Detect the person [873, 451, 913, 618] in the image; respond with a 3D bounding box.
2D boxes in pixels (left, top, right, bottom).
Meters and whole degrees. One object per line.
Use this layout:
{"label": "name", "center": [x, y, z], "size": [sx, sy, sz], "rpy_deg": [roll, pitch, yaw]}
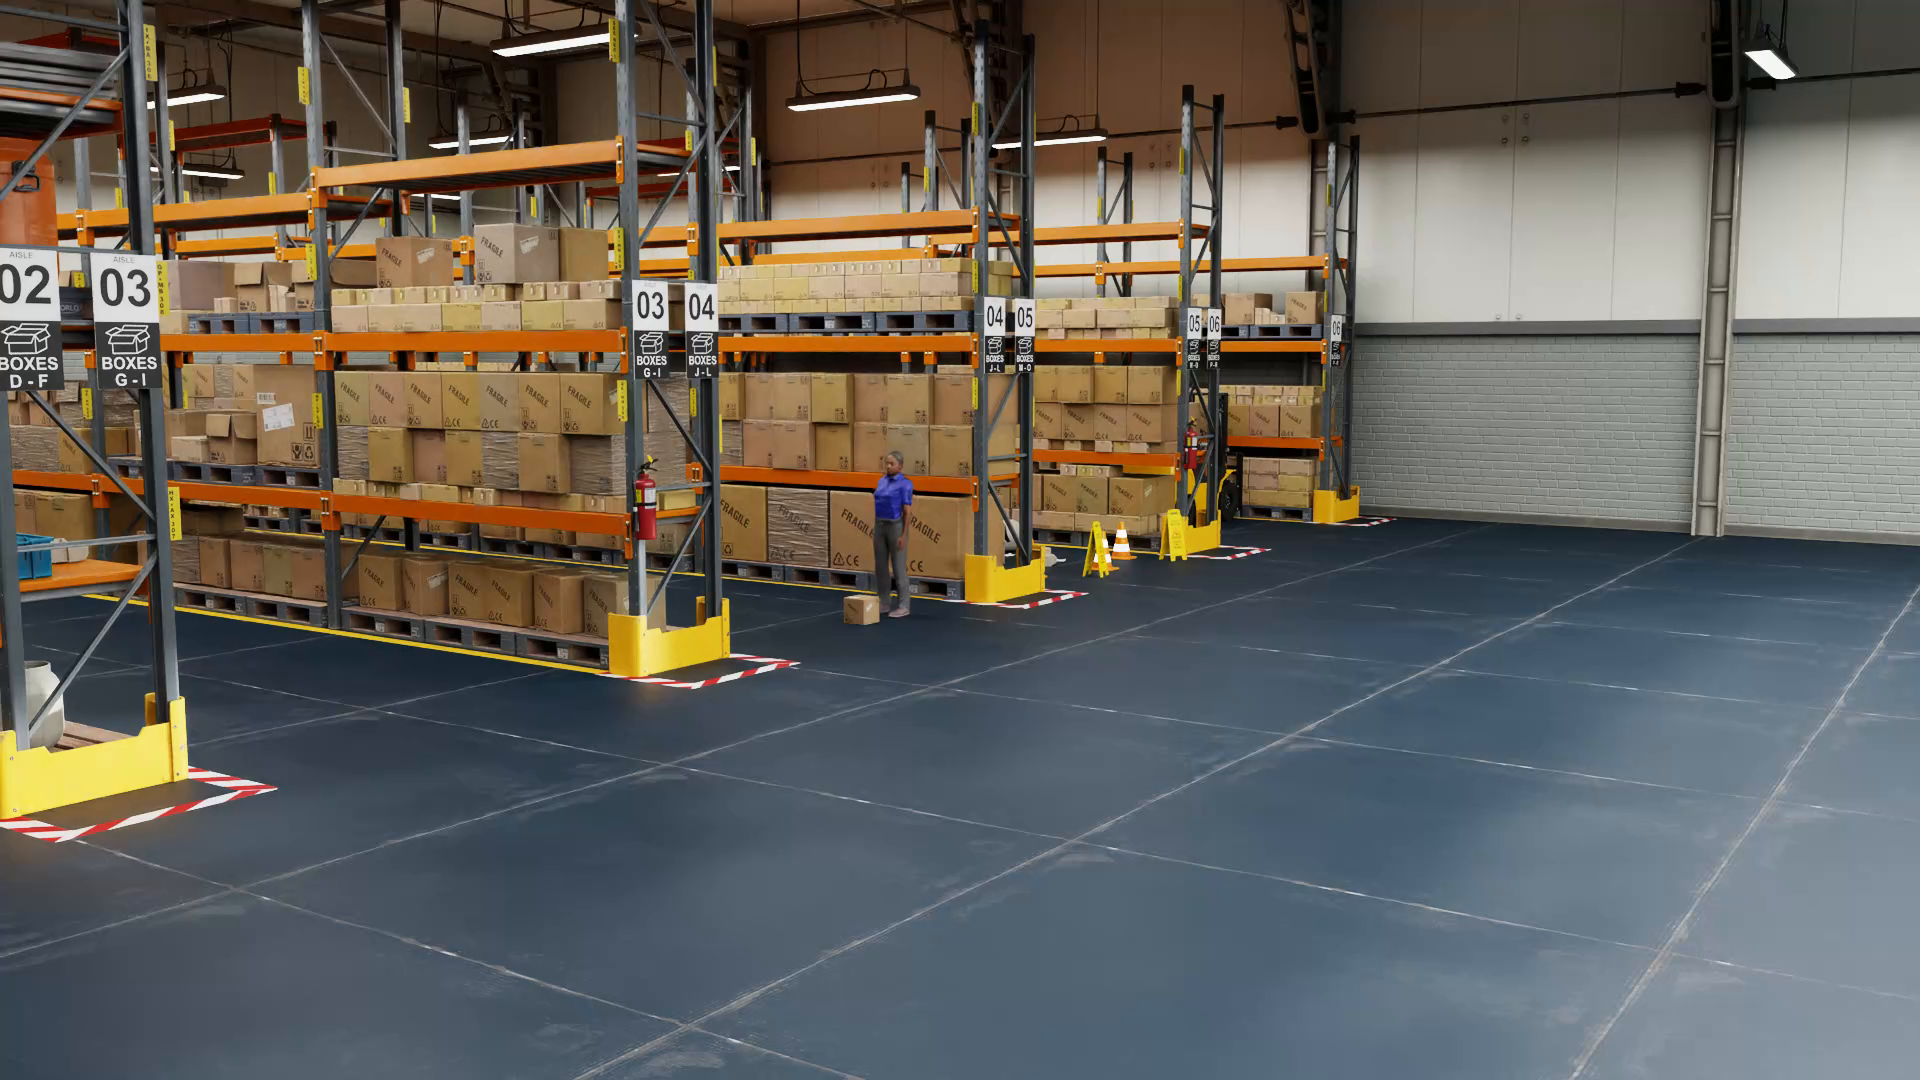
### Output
{"label": "person", "center": [-0.689, -0.057, 16.573], "size": [0.471, 1.666, 0.304], "rpy_deg": [4, 8, 35]}
